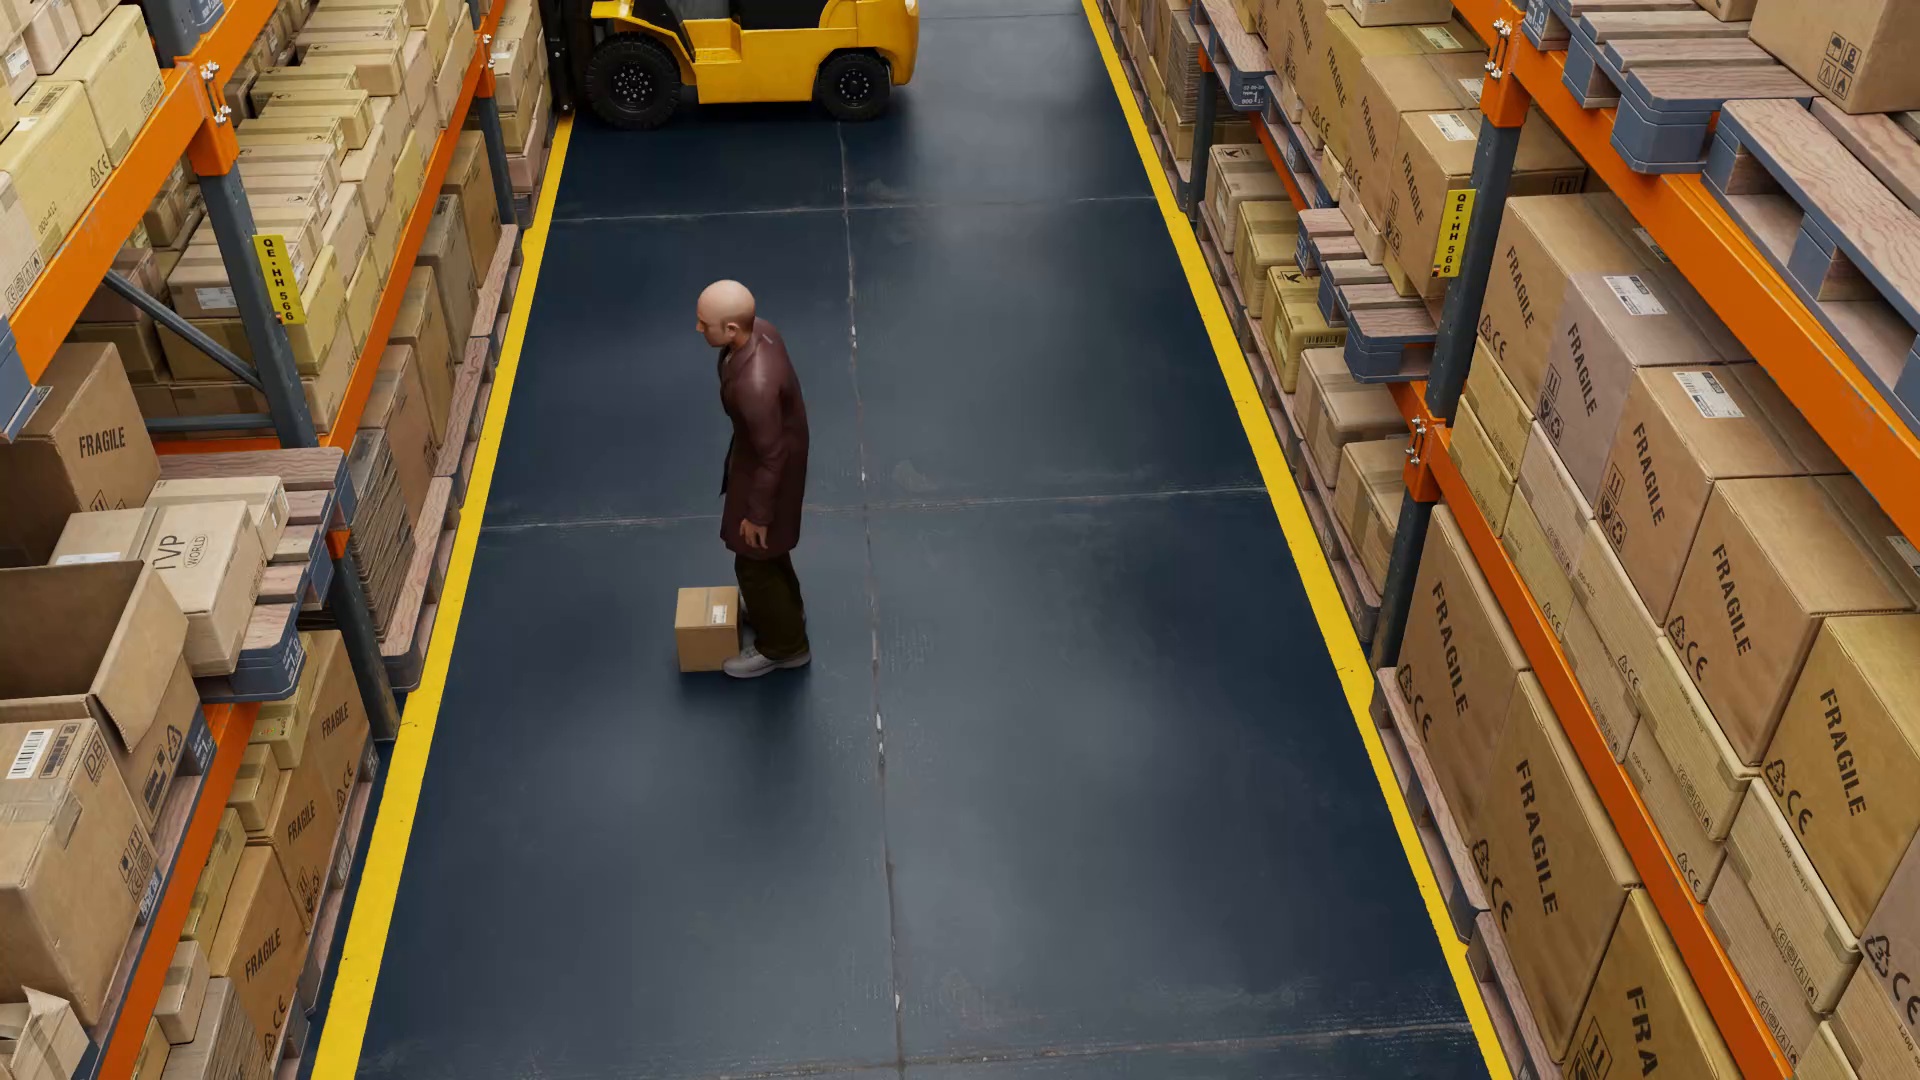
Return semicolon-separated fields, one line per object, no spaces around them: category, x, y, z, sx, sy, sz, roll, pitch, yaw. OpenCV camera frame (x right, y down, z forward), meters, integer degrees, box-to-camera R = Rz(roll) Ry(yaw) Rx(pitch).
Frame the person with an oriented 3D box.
person;-0.791;-0.237;6.463;0.429;1.772;0.647;-5;39;-7
